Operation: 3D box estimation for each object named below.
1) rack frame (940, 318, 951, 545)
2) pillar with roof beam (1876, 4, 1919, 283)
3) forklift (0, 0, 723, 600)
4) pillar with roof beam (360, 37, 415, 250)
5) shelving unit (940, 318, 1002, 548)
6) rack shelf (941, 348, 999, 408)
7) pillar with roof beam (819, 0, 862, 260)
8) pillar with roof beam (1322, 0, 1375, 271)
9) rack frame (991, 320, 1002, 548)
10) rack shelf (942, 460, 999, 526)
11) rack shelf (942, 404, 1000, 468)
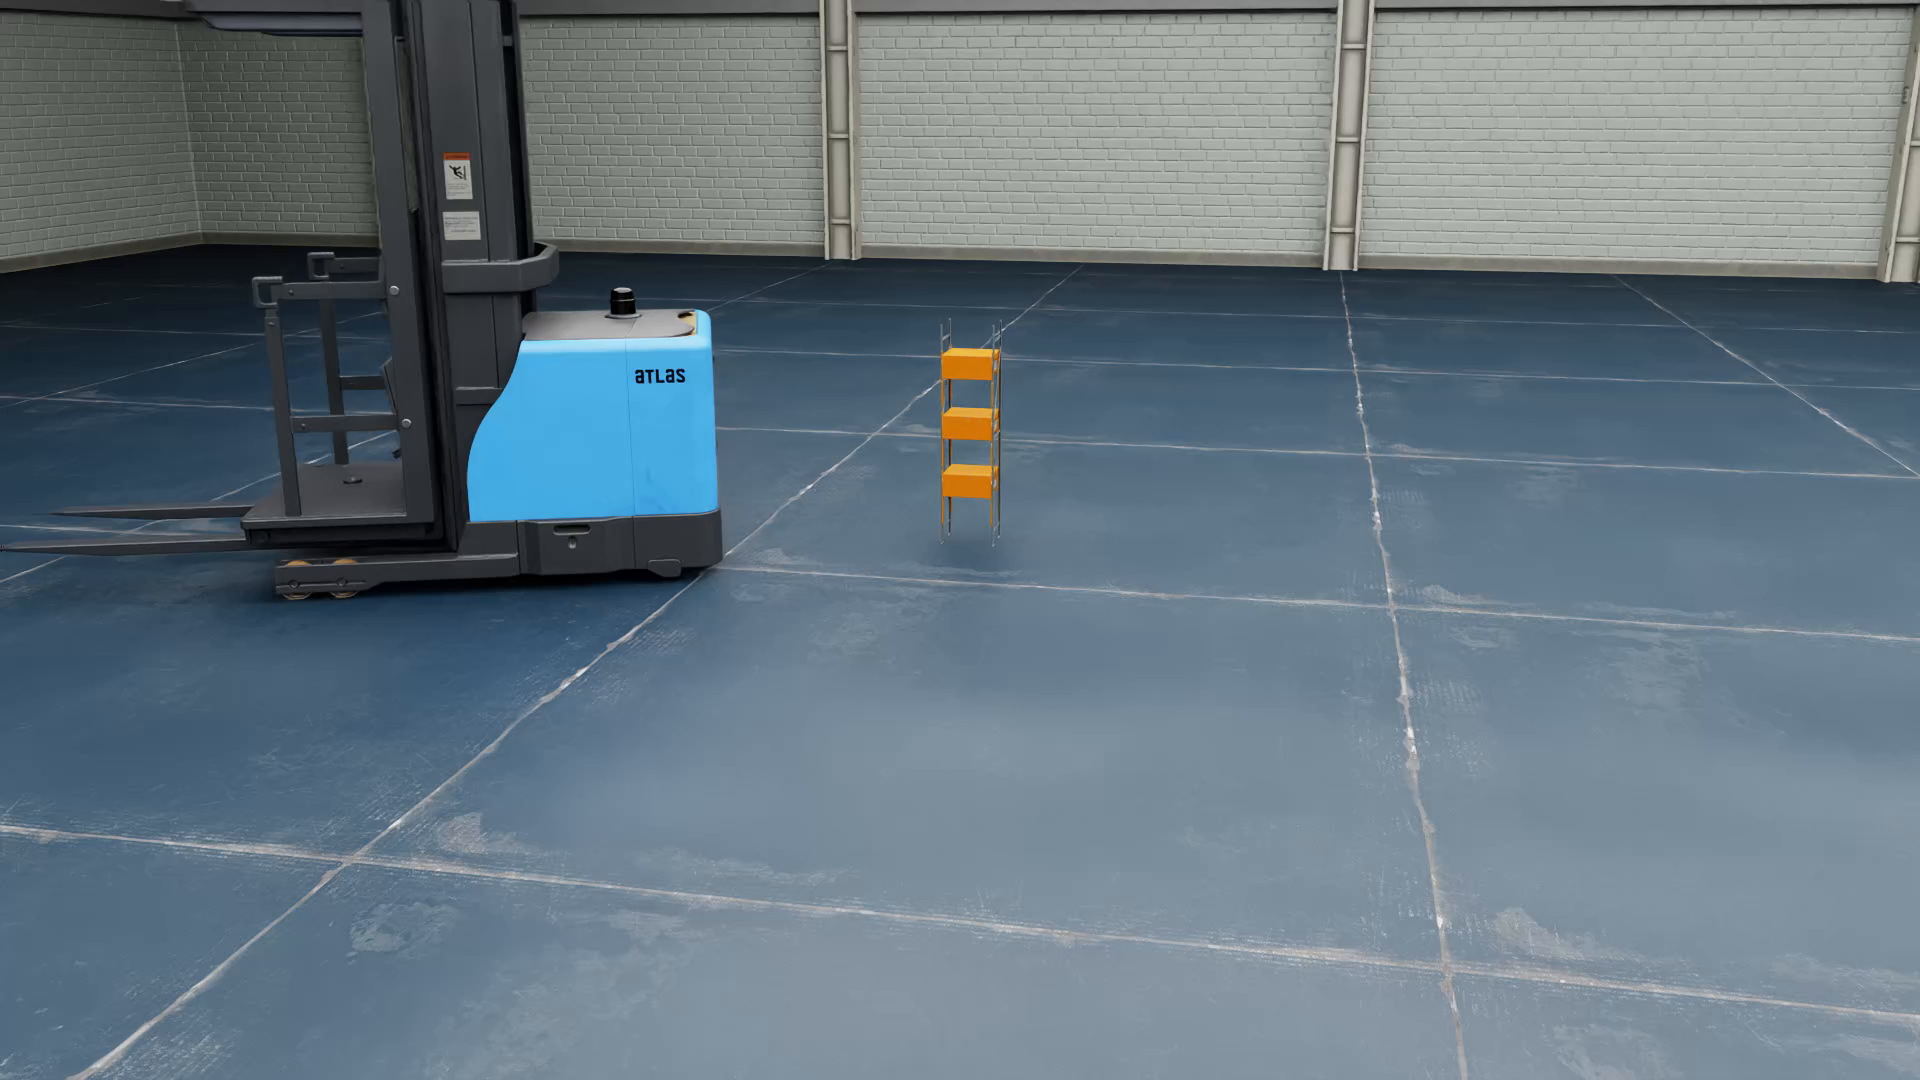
[{"bbox_3d":[-0.067,-0.510,7.865,0.008,1.050,0.200,3,16,11],"label":"rack frame"},{"bbox_3d":[9.459,-6.056,12.999,0.400,9.000,9.100,3,16,11],"label":"pillar with roof beam"},{"bbox_3d":[-2.618,-1.308,7.222,3.031,2.935,1.130,-2,16,-8],"label":"forklift"},{"bbox_3d":[-8.180,-7.014,16.456,0.400,9.000,9.100,3,16,11],"label":"pillar with roof beam"},{"bbox_3d":[0.052,-0.503,7.842,0.252,1.050,0.215,3,16,11],"label":"shelving unit"},{"bbox_3d":[0.052,-0.766,7.769,0.240,0.259,0.215,3,16,11],"label":"rack shelf"},{"bbox_3d":[-2.301,-6.695,15.303,0.400,9.000,9.100,3,16,11],"label":"pillar with roof beam"},{"bbox_3d":[3.579,-6.376,14.151,0.400,9.000,9.100,3,16,11],"label":"pillar with roof beam"},{"bbox_3d":[0.172,-0.497,7.818,0.008,1.050,0.200,3,16,11],"label":"rack frame"},{"bbox_3d":[0.052,-0.225,7.919,0.240,0.259,0.215,3,16,11],"label":"rack shelf"},{"bbox_3d":[0.052,-0.493,7.844,0.240,0.259,0.215,3,16,11],"label":"rack shelf"}]
